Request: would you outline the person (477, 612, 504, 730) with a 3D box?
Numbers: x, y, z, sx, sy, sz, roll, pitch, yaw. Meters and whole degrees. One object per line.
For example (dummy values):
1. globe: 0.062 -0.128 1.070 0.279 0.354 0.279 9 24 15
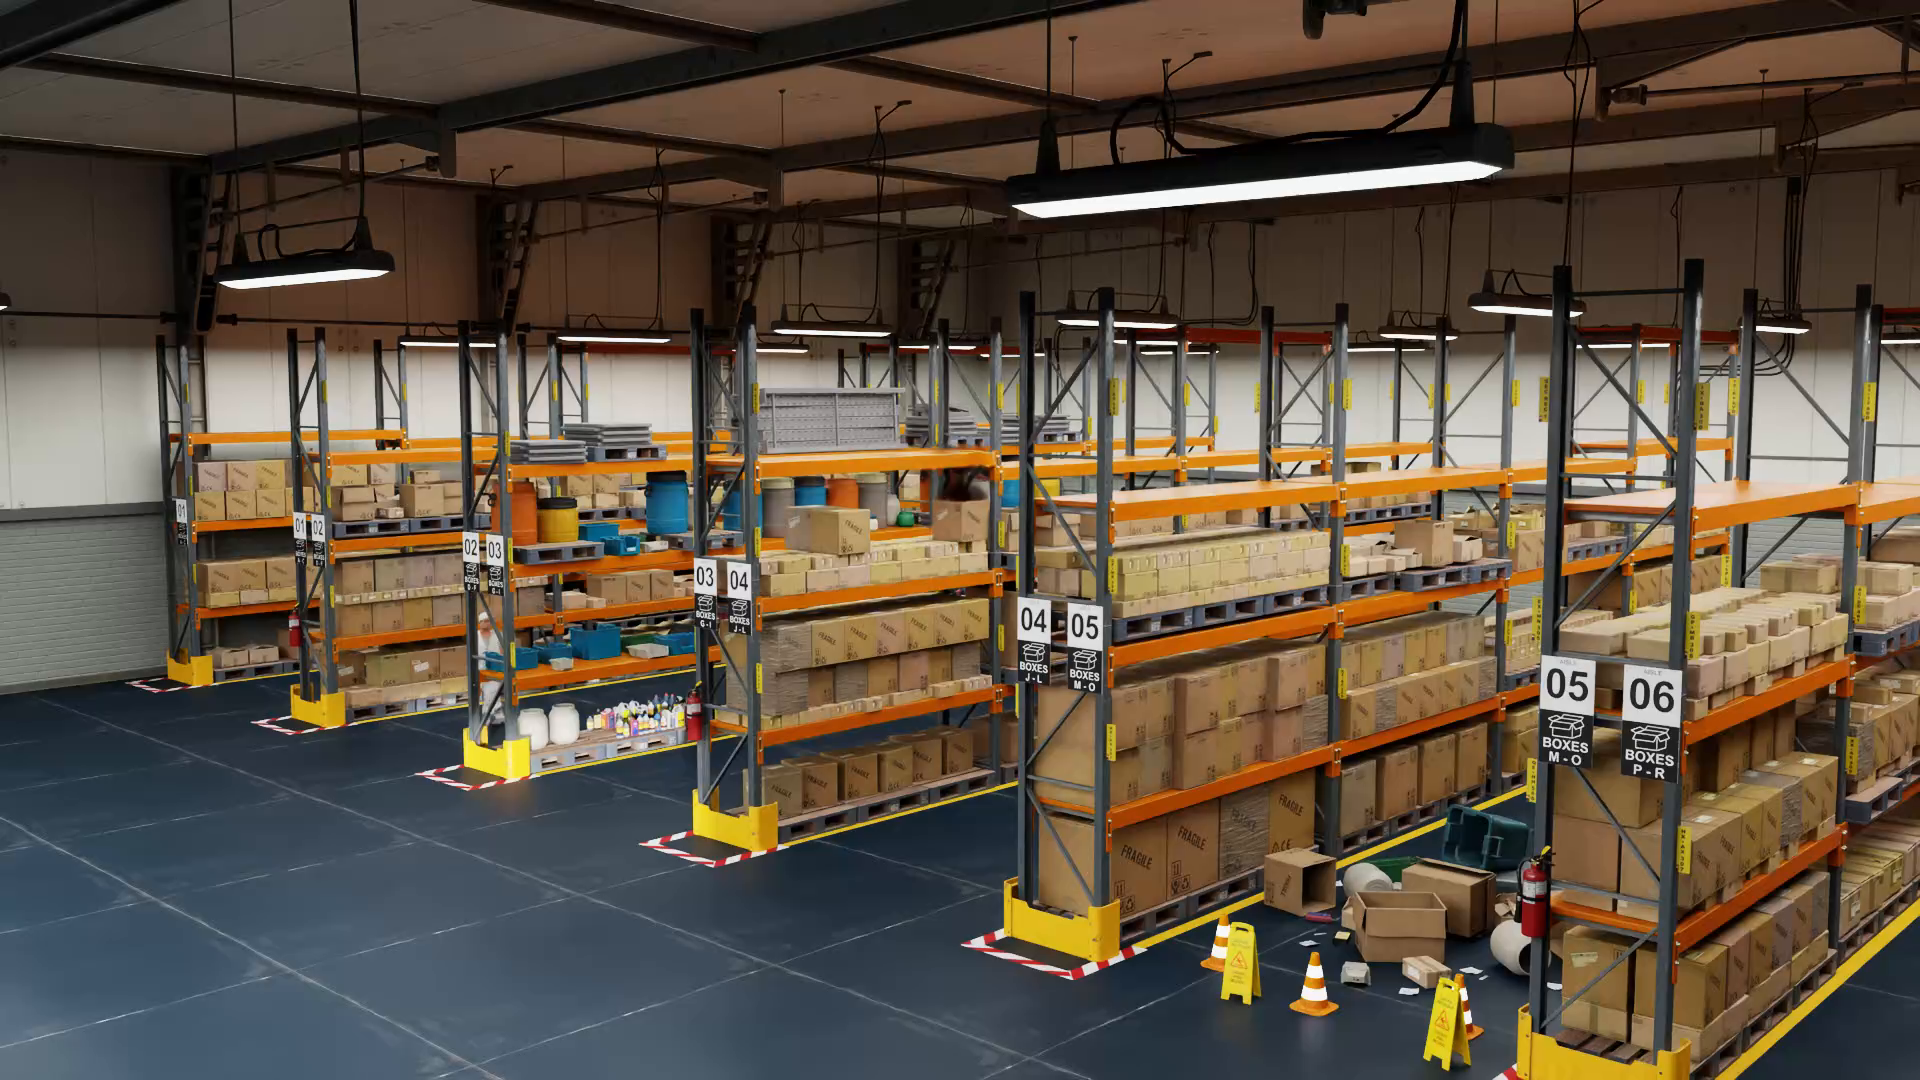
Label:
1. person: -7.066 1.941 24.694 0.494 1.734 0.967 2 6 17
